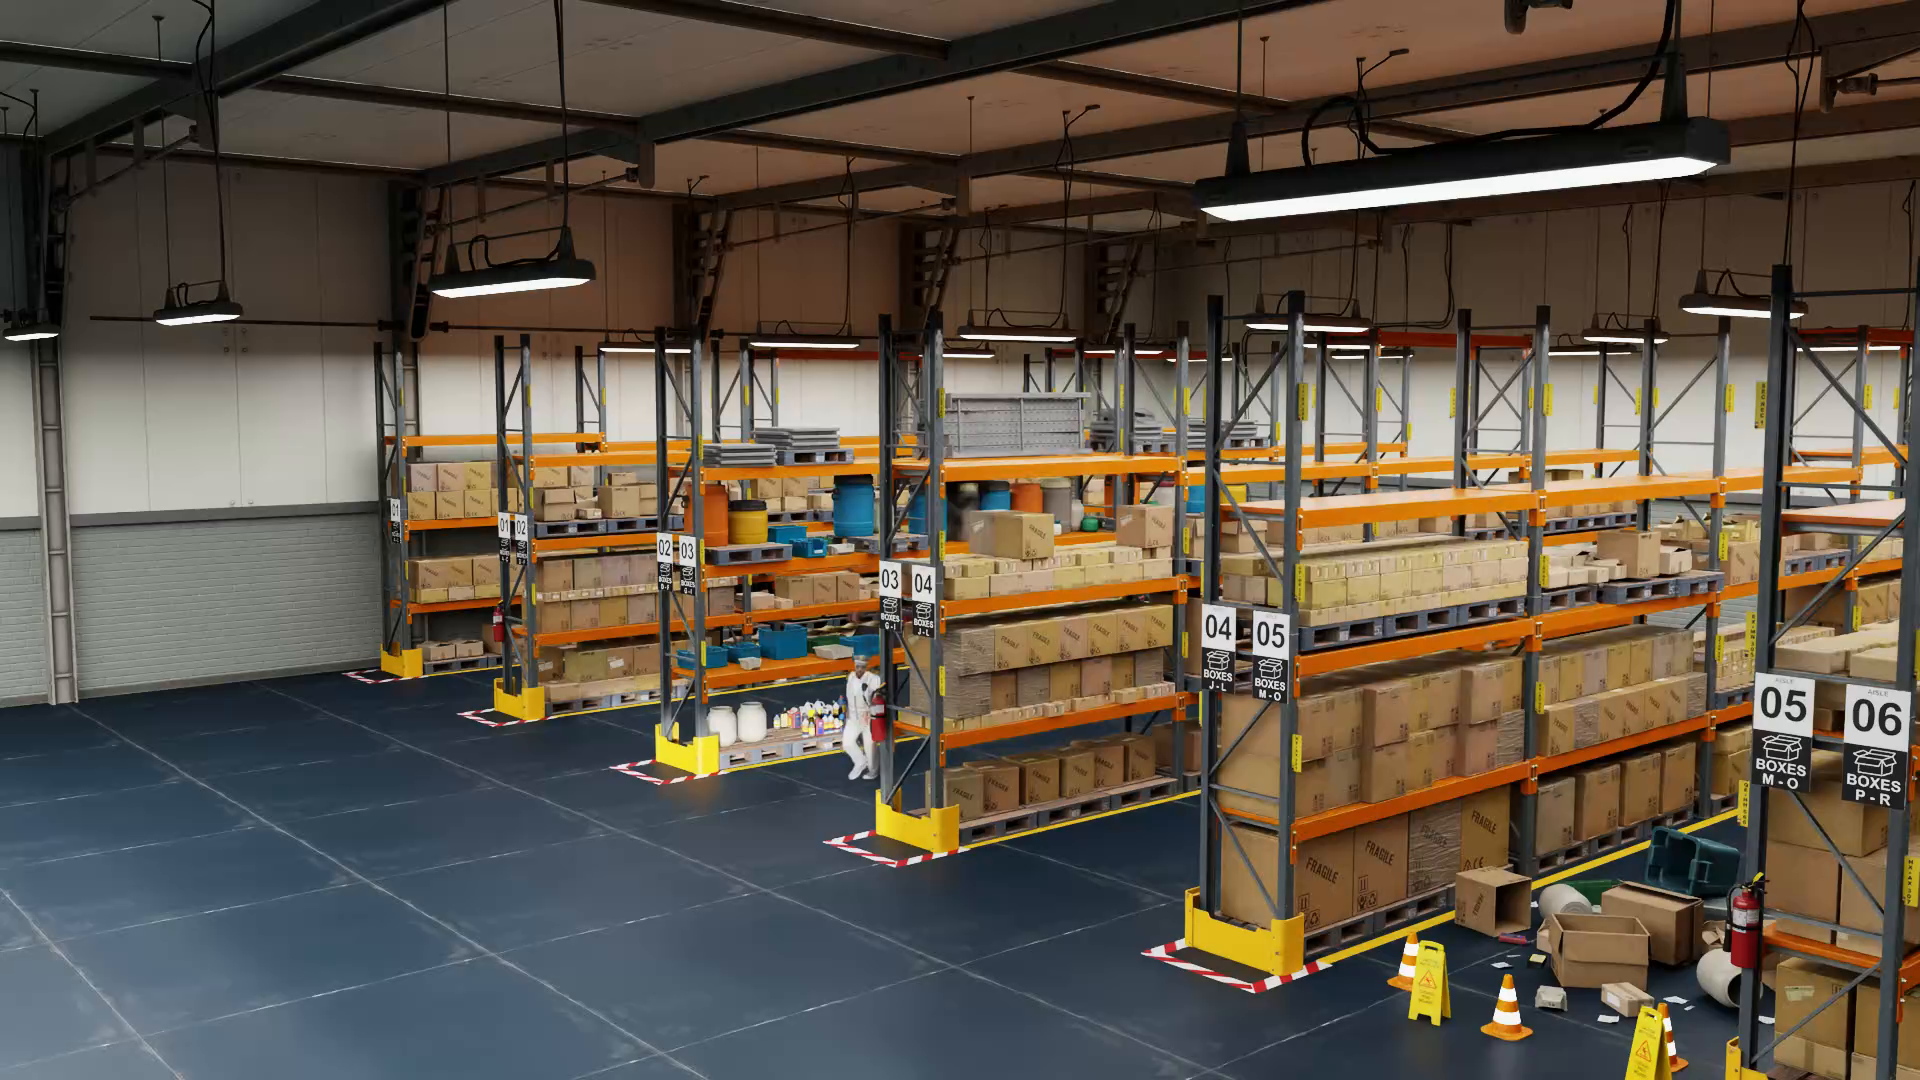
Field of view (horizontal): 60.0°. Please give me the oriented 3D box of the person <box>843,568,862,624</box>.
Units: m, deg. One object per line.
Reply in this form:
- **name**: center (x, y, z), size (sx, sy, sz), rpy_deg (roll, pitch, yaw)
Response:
- **person**: center (-2.167, 1.326, 33.703), size (0.580, 1.559, 0.734), rpy_deg (4, 6, 35)

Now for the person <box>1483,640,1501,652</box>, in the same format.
- **person**: center (7.489, 2.159, 23.733), size (0.583, 1.655, 0.605), rpy_deg (5, 7, 44)

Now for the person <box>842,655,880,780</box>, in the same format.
- **person**: center (-1.267, 2.319, 21.666), size (0.649, 1.696, 0.805), rpy_deg (3, 6, 26)
